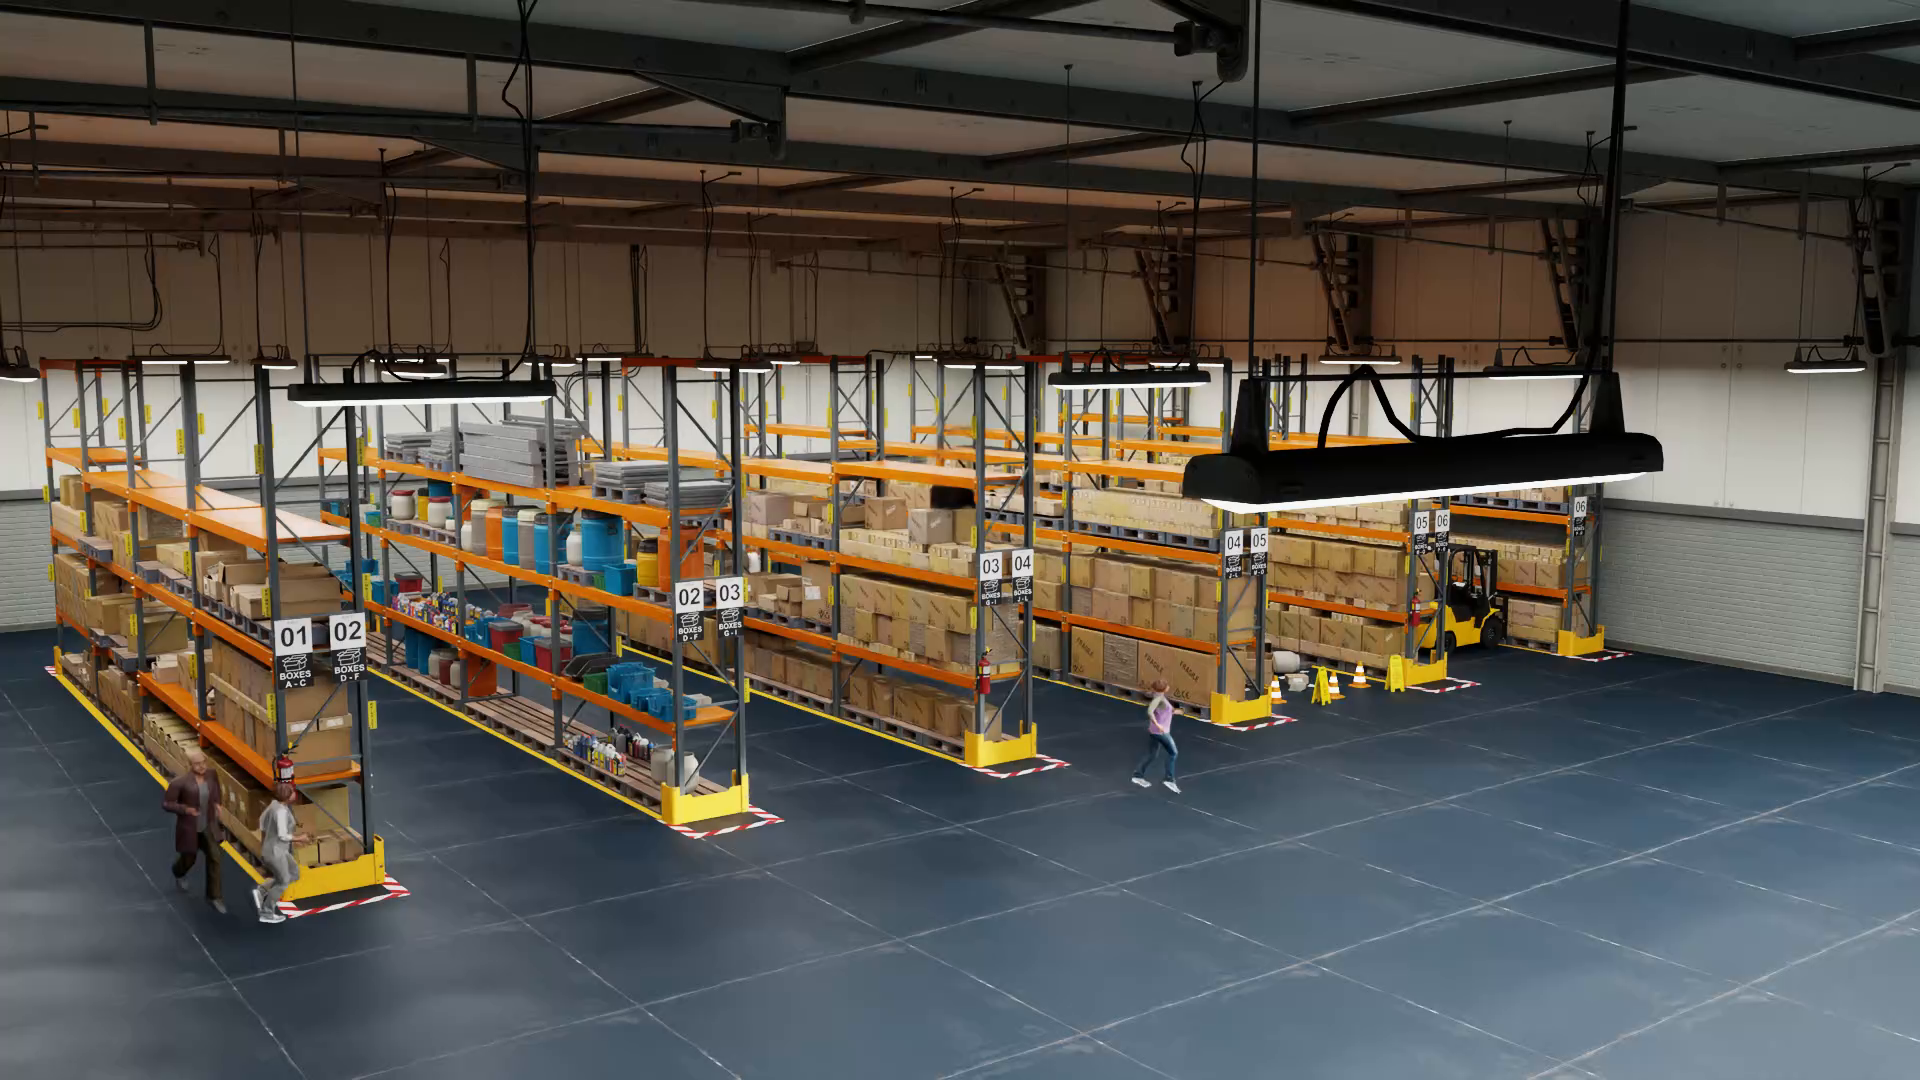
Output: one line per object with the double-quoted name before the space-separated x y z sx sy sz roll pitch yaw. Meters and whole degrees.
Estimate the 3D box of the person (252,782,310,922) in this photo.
"person" -7.406 3.450 18.132 0.606 1.453 0.529 -3 7 -23

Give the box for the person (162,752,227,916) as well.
"person" -8.562 3.230 18.614 1.141 1.784 0.722 6 9 42

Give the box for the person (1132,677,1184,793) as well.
"person" 2.784 2.749 23.358 0.736 1.633 0.522 -1 7 -6

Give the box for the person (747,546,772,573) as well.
"person" -4.556 0.940 37.532 0.704 1.788 1.034 -5 8 -33
